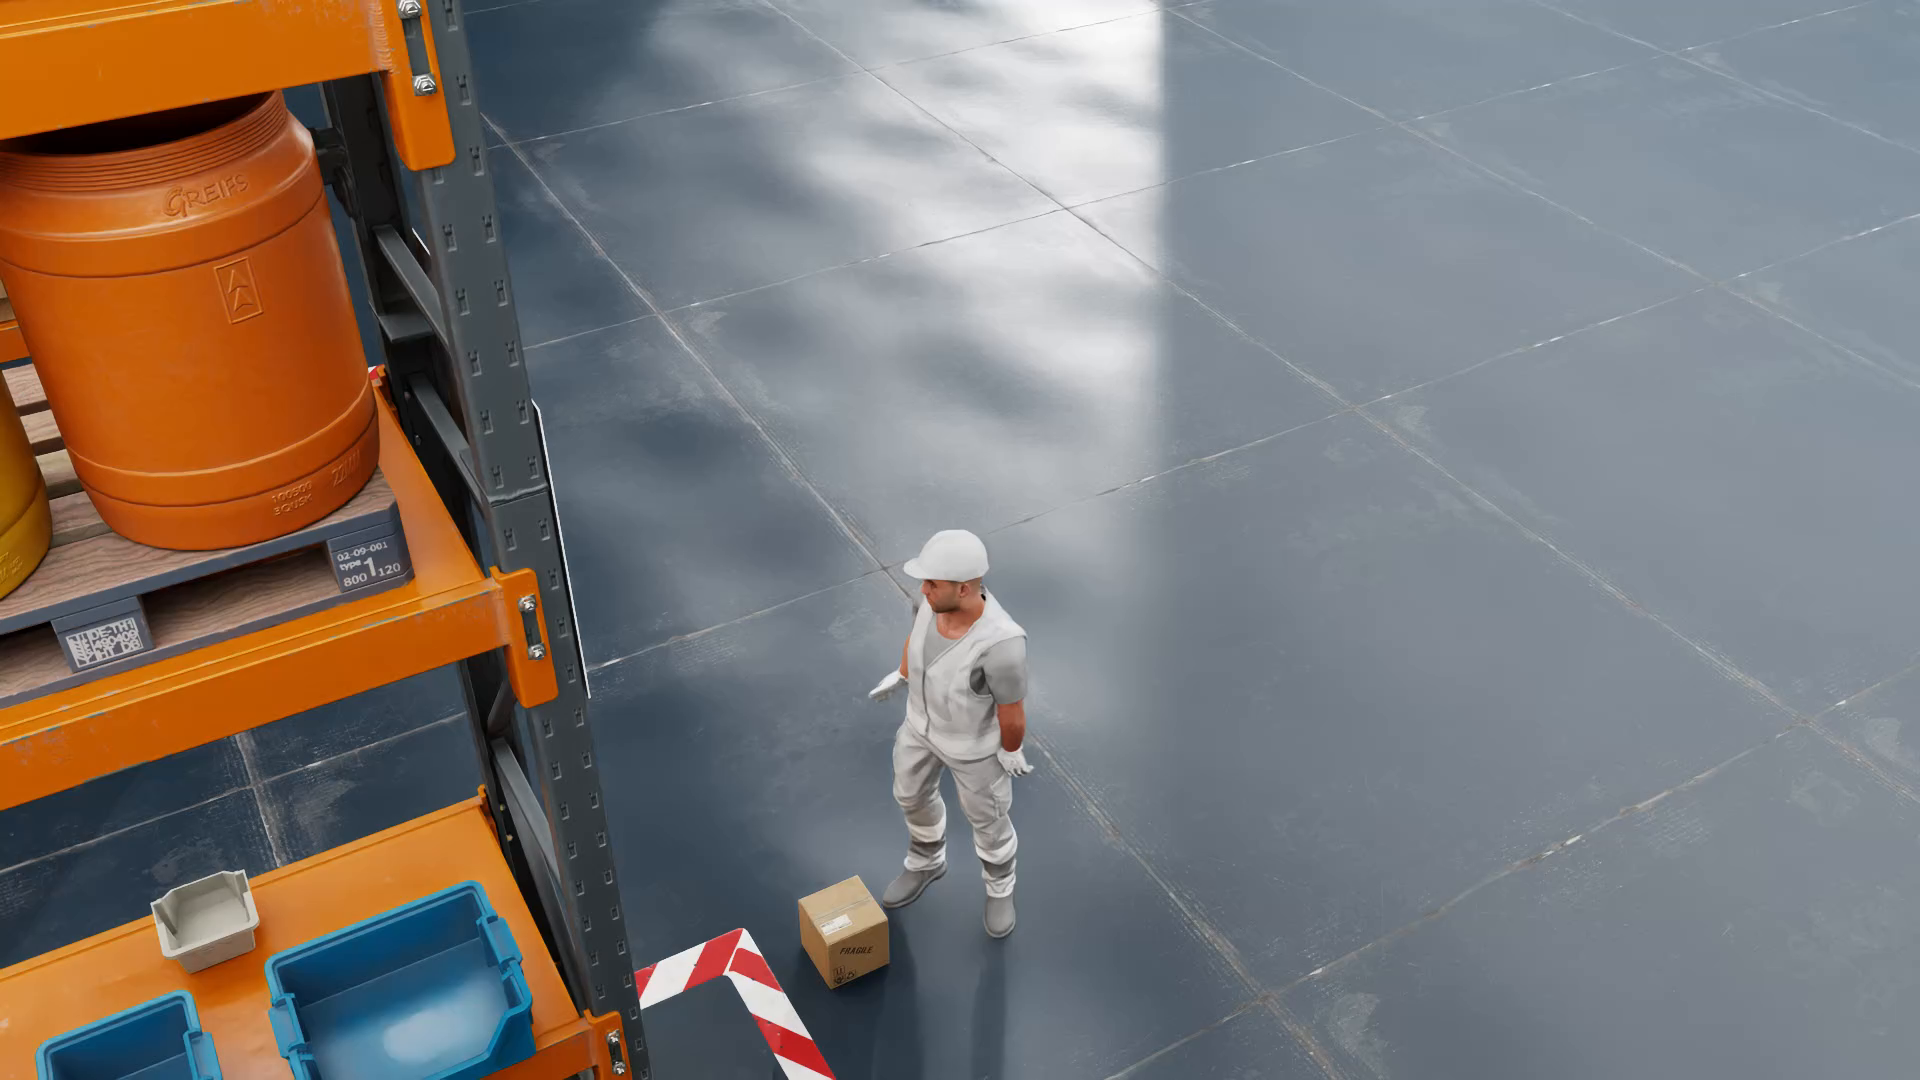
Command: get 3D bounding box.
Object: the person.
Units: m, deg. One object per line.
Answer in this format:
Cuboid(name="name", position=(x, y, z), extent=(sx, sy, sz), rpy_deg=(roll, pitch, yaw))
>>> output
Cuboid(name="person", position=(-0.048, 0.674, 5.971), extent=(0.427, 1.815, 0.703), rpy_deg=(-29, 45, -33))
